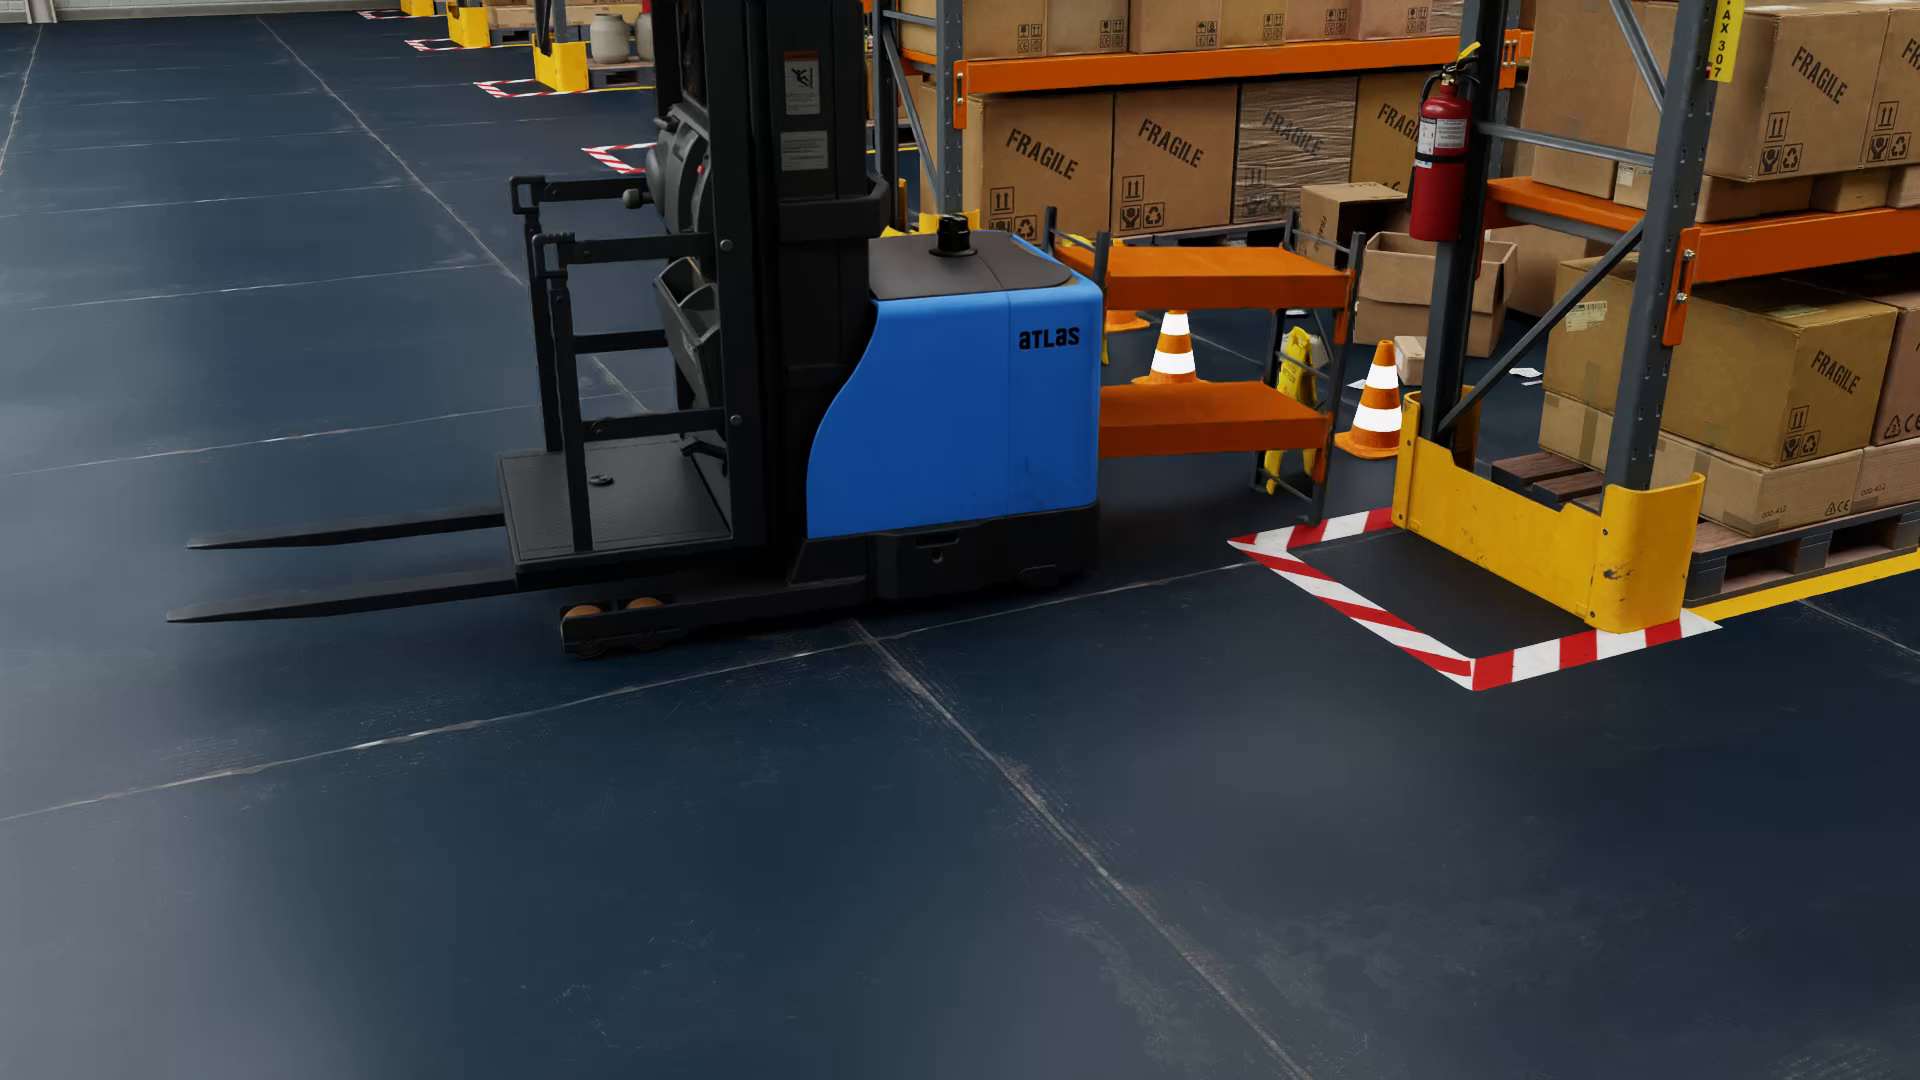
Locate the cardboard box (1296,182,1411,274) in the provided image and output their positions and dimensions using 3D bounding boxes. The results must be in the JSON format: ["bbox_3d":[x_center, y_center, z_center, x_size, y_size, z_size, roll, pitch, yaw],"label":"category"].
[{"bbox_3d":[2.397,-1.872,10.116,0.500,0.500,0.500,-6,23,-14],"label":"cardboard box"}]

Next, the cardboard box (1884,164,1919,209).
[{"bbox_3d":[3.125,-1.242,5.658,0.250,0.149,0.380,-10,25,-23],"label":"cardboard box"}]

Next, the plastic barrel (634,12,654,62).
[{"bbox_3d":[-3.450,-5.670,18.729,0.421,0.512,0.421,0,22,0],"label":"plastic barrel"}]

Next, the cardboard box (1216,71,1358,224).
[{"bbox_3d":[1.943,-2.618,10.882,0.875,0.875,0.875,-10,25,-23],"label":"cardboard box"}]

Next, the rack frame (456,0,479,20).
[{"bbox_3d":[-6.606,-8.114,21.931,0.127,3.000,1.000,-10,25,-24],"label":"rack frame"}]

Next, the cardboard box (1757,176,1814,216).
[{"bbox_3d":[2.602,-1.200,5.556,0.250,0.149,0.380,-10,25,-23],"label":"cardboard box"}]

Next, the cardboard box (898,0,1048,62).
[{"bbox_3d":[0.061,-3.120,9.669,0.550,0.550,0.875,-10,25,-24],"label":"cardboard box"}]

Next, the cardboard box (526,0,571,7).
[{"bbox_3d":[-5.577,-7.480,22.464,0.500,0.500,0.500,-10,25,-24],"label":"cardboard box"}]

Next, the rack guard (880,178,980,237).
[{"bbox_3d":[-0.275,-1.815,9.980,0.348,0.500,1.175,-10,25,-24],"label":"rack guard"}]

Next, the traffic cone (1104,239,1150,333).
[{"bbox_3d":[0.841,-1.400,9.027,0.334,0.463,0.336,-10,25,-24],"label":"traffic cone"}]

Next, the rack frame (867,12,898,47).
[{"bbox_3d":[-0.857,-7.070,19.408,0.127,3.000,1.000,-10,25,-24],"label":"rack frame"}]

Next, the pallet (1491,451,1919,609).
[{"bbox_3d":[2.800,-0.131,6.291,1.213,0.211,1.003,-10,25,-24],"label":"pallet"}]

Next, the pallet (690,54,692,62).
[{"bbox_3d":[-2.581,-5.481,19.214,1.213,0.211,1.003,-10,25,-24],"label":"pallet"}]

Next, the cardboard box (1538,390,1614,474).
[{"bbox_3d":[2.618,-0.439,6.434,0.500,0.250,0.500,-11,25,-24],"label":"cardboard box"}]

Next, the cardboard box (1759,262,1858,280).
[{"bbox_3d":[3.062,-0.865,6.483,0.500,0.500,0.500,-9,24,-22],"label":"cardboard box"}]

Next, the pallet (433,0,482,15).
[{"bbox_3d":[-7.942,-8.668,26.913,1.213,0.211,1.003,-10,25,-24],"label":"pallet"}]

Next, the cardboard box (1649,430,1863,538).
[{"bbox_3d":[2.831,-0.246,5.970,0.500,0.250,0.500,-11,25,-24],"label":"cardboard box"}]

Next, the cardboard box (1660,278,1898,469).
[{"bbox_3d":[2.853,-0.597,5.836,0.500,0.500,0.500,-11,25,-25],"label":"cardboard box"}]

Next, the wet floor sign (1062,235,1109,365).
[{"bbox_3d":[0.579,-1.199,8.302,0.232,0.644,0.267,-15,27,-33],"label":"wet floor sign"}]

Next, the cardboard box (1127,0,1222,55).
[{"bbox_3d":[1.107,-3.268,10.028,0.550,0.550,0.875,-10,25,-24],"label":"cardboard box"}]

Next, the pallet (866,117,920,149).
[{"bbox_3d":[-0.400,-3.747,15.027,1.213,0.211,1.003,-10,25,-24],"label":"pallet"}]

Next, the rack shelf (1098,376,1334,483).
[{"bbox_3d":[0.829,-0.406,6.302,1.000,0.278,0.538,-4,22,-20],"label":"rack shelf"}]

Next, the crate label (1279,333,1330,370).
[{"bbox_3d":[1.706,-0.956,8.379,0.250,0.136,0.298,15,27,31],"label":"crate label"}]

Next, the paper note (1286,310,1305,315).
[{"bbox_3d":[1.858,-1.269,9.278,0.142,0.017,0.144,-2,23,-5],"label":"paper note"}]

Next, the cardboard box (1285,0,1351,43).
[{"bbox_3d":[2.000,-3.493,10.570,0.550,0.550,0.875,-10,25,-24],"label":"cardboard box"}]

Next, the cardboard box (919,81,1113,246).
[{"bbox_3d":[0.329,-2.321,10.164,0.875,0.875,0.875,-10,25,-23],"label":"cardboard box"}]

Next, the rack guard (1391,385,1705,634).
[{"bbox_3d":[2.053,-0.142,5.940,0.348,0.500,1.175,-10,25,-24],"label":"rack guard"}]

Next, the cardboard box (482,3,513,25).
[{"bbox_3d":[-6.251,-7.229,22.837,0.500,0.250,0.500,-10,25,-24],"label":"cardboard box"}]

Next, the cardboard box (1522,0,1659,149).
[{"bbox_3d":[2.354,-1.653,5.802,0.500,0.500,0.500,-11,25,-25],"label":"cardboard box"}]

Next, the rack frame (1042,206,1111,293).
[{"bbox_3d":[0.371,-0.604,6.040,0.032,1.125,0.500,-4,22,-20],"label":"rack frame"}]

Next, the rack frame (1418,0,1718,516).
[{"bbox_3d":[1.985,-1.284,5.431,0.127,3.000,1.000,-10,25,-24],"label":"rack frame"}]

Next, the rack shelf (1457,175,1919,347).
[{"bbox_3d":[3.787,-1.284,6.370,4.000,0.370,1.077,-10,25,-24],"label":"rack shelf"}]

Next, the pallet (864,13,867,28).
[{"bbox_3d":[-1.254,-7.829,24.887,1.213,0.211,1.003,-10,25,-24],"label":"pallet"}]

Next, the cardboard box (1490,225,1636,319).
[{"bbox_3d":[3.308,-1.516,9.076,0.503,0.637,0.797,-10,25,-24],"label":"cardboard box"}]

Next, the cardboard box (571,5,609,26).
[{"bbox_3d":[-5.127,-7.217,22.809,0.500,0.250,0.500,-10,25,-24],"label":"cardboard box"}]

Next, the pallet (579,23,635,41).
[{"bbox_3d":[-4.838,-7.168,23.290,1.213,0.211,1.003,-10,25,-24],"label":"pallet"}]

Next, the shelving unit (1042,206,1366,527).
[{"bbox_3d":[0.847,-0.634,6.216,1.048,1.125,0.538,-4,22,-20],"label":"shelving unit"}]

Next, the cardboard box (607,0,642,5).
[{"bbox_3d":[-4.674,-7.644,22.861,0.500,0.500,0.500,-10,25,-24],"label":"cardboard box"}]

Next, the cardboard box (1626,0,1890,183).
[{"bbox_3d":[2.532,-1.451,5.314,0.500,0.500,0.500,-11,25,-24],"label":"cardboard box"}]

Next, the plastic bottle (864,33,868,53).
[{"bbox_3d":[-1.148,-5.825,19.376,0.133,0.283,0.061,-9,24,-21],"label":"plastic bottle"}]

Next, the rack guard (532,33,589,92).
[{"bbox_3d":[-4.413,-5.280,18.353,0.348,0.500,1.175,-10,25,-24],"label":"rack guard"}]

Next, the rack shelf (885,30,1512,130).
[{"bbox_3d":[1.549,-2.973,10.451,4.000,0.370,1.077,-10,25,-24],"label":"rack shelf"}]

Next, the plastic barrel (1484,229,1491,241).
[{"bbox_3d":[2.994,-1.730,9.876,0.421,0.421,0.512,6,23,13],"label":"plastic barrel"}]

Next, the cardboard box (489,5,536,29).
[{"bbox_3d":[-6.027,-7.050,22.406,0.500,0.250,0.500,-10,25,-24],"label":"cardboard box"}]

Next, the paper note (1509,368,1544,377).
[{"bbox_3d":[2.803,-0.839,8.253,0.142,0.019,0.148,-2,23,-5],"label":"paper note"}]

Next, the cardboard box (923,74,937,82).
[{"bbox_3d":[-0.125,-4.122,15.005,0.500,0.500,0.500,-13,26,-28],"label":"cardboard box"}]

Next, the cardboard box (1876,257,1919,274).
[{"bbox_3d":[3.777,-0.766,6.244,0.500,0.500,0.500,-10,24,-23],"label":"cardboard box"}]

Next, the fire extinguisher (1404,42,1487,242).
[{"bbox_3d":[1.682,-1.388,5.784,0.183,0.674,0.296,-10,25,-24],"label":"fire extinguisher"}]

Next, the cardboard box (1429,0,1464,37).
[{"bbox_3d":[3.024,-3.641,10.928,0.550,0.550,0.875,-10,25,-24],"label":"cardboard box"}]

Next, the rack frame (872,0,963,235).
[{"bbox_3d":[-0.253,-2.974,9.512,0.127,3.000,1.000,-10,25,-24],"label":"rack frame"}]

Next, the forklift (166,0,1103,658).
[{"bbox_3d":[-1.085,-1.201,5.320,3.031,2.935,1.130,-7,24,-16],"label":"forklift"}]

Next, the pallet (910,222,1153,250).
[{"bbox_3d":[0.433,-1.845,10.431,1.213,0.211,1.003,-10,25,-24],"label":"pallet"}]

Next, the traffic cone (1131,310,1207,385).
[{"bbox_3d":[1.025,-0.954,7.950,0.334,0.463,0.336,-10,25,-24],"label":"traffic cone"}]

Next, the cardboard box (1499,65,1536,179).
[{"bbox_3d":[3.871,-2.926,11.788,0.750,0.750,1.050,-11,25,-24],"label":"cardboard box"}]
